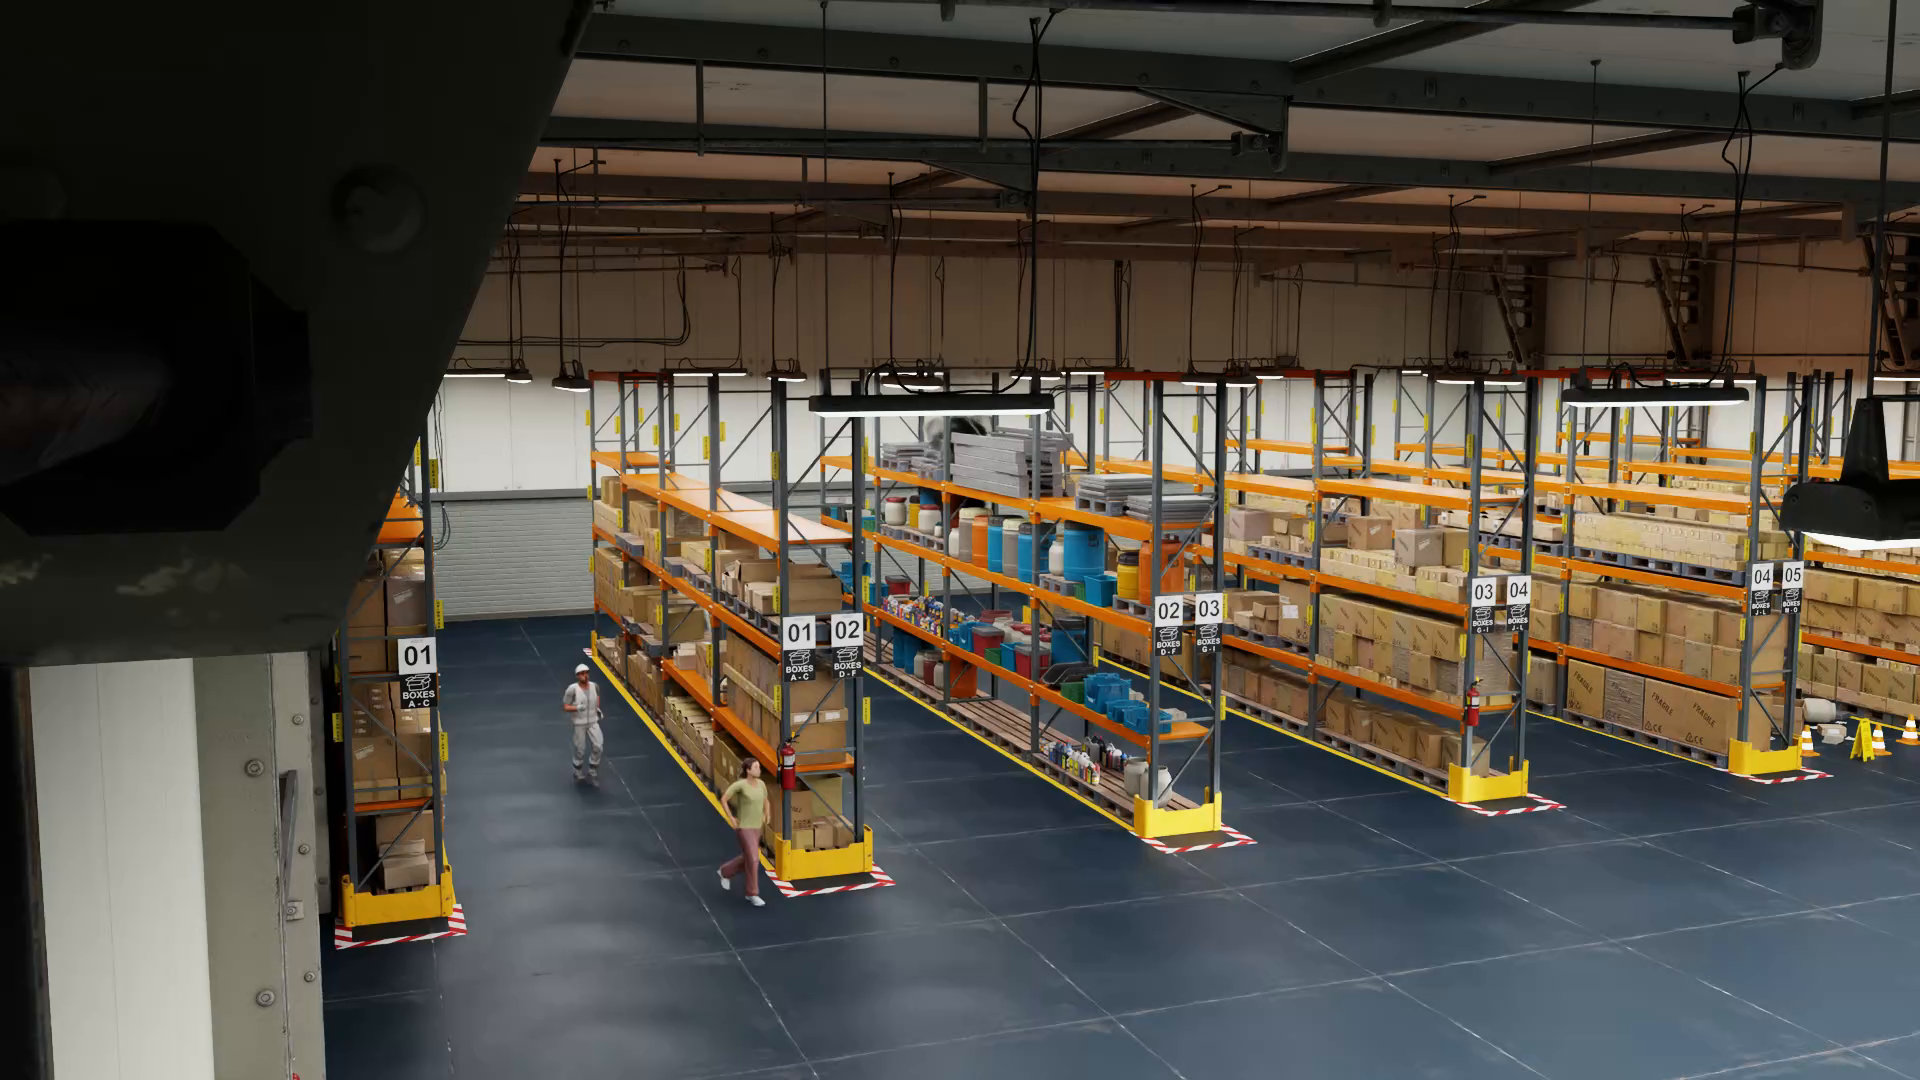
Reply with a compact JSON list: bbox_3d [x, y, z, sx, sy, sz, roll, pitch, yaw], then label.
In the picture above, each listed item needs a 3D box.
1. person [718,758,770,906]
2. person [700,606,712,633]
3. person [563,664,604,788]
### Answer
[{"bbox_3d":[-2.479,3.366,19.432,0.790,1.653,0.603,5,8,39],"label":"person"},{"bbox_3d":[-5.577,1.540,35.452,0.569,1.643,0.953,-6,9,-43],"label":"person"},{"bbox_3d":[-5.483,2.726,24.371,0.632,1.824,0.705,-4,8,-32],"label":"person"}]
